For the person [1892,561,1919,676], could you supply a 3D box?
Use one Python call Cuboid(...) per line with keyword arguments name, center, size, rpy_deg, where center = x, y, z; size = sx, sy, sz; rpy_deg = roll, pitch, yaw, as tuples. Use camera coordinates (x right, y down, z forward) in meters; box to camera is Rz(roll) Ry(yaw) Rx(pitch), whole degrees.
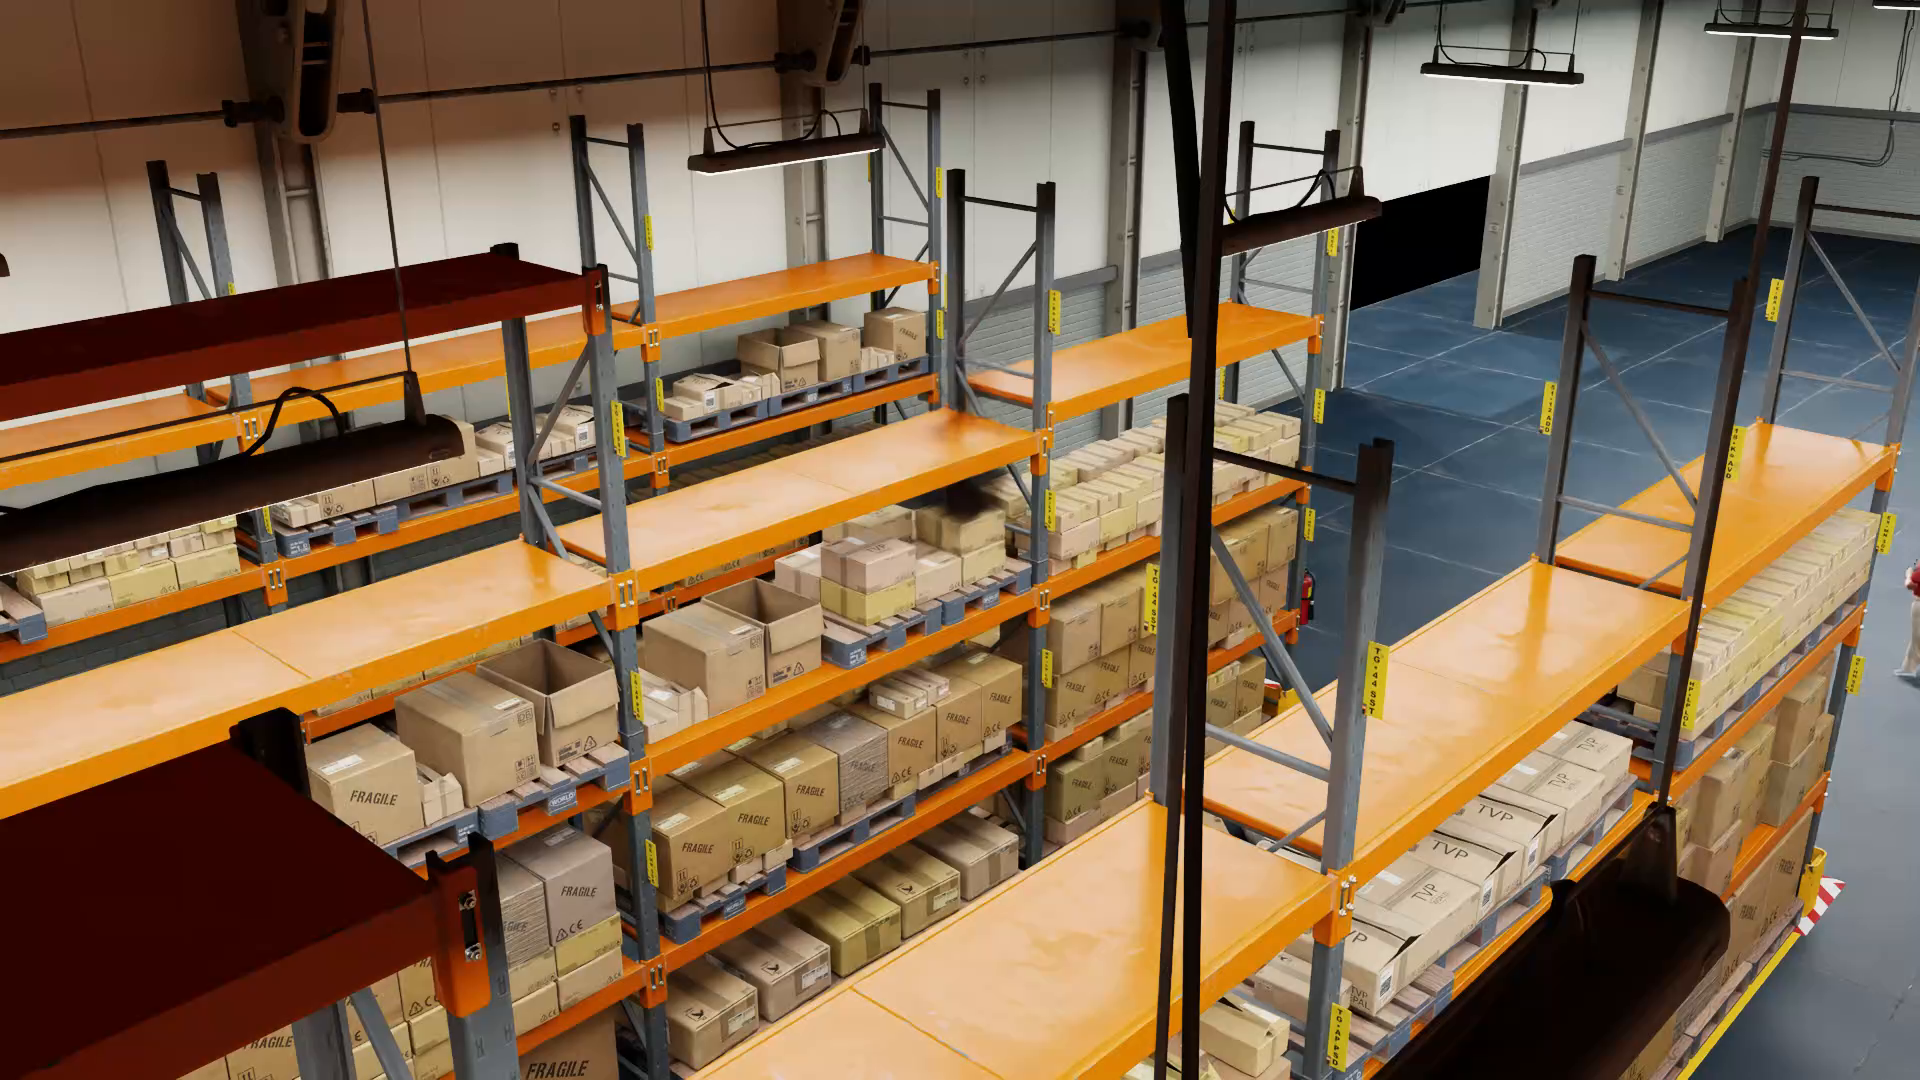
Cuboid(name="person", center=(10.256, 0.805, 17.582), size=(0.636, 1.778, 0.884), rpy_deg=(-3, 21, -8))
